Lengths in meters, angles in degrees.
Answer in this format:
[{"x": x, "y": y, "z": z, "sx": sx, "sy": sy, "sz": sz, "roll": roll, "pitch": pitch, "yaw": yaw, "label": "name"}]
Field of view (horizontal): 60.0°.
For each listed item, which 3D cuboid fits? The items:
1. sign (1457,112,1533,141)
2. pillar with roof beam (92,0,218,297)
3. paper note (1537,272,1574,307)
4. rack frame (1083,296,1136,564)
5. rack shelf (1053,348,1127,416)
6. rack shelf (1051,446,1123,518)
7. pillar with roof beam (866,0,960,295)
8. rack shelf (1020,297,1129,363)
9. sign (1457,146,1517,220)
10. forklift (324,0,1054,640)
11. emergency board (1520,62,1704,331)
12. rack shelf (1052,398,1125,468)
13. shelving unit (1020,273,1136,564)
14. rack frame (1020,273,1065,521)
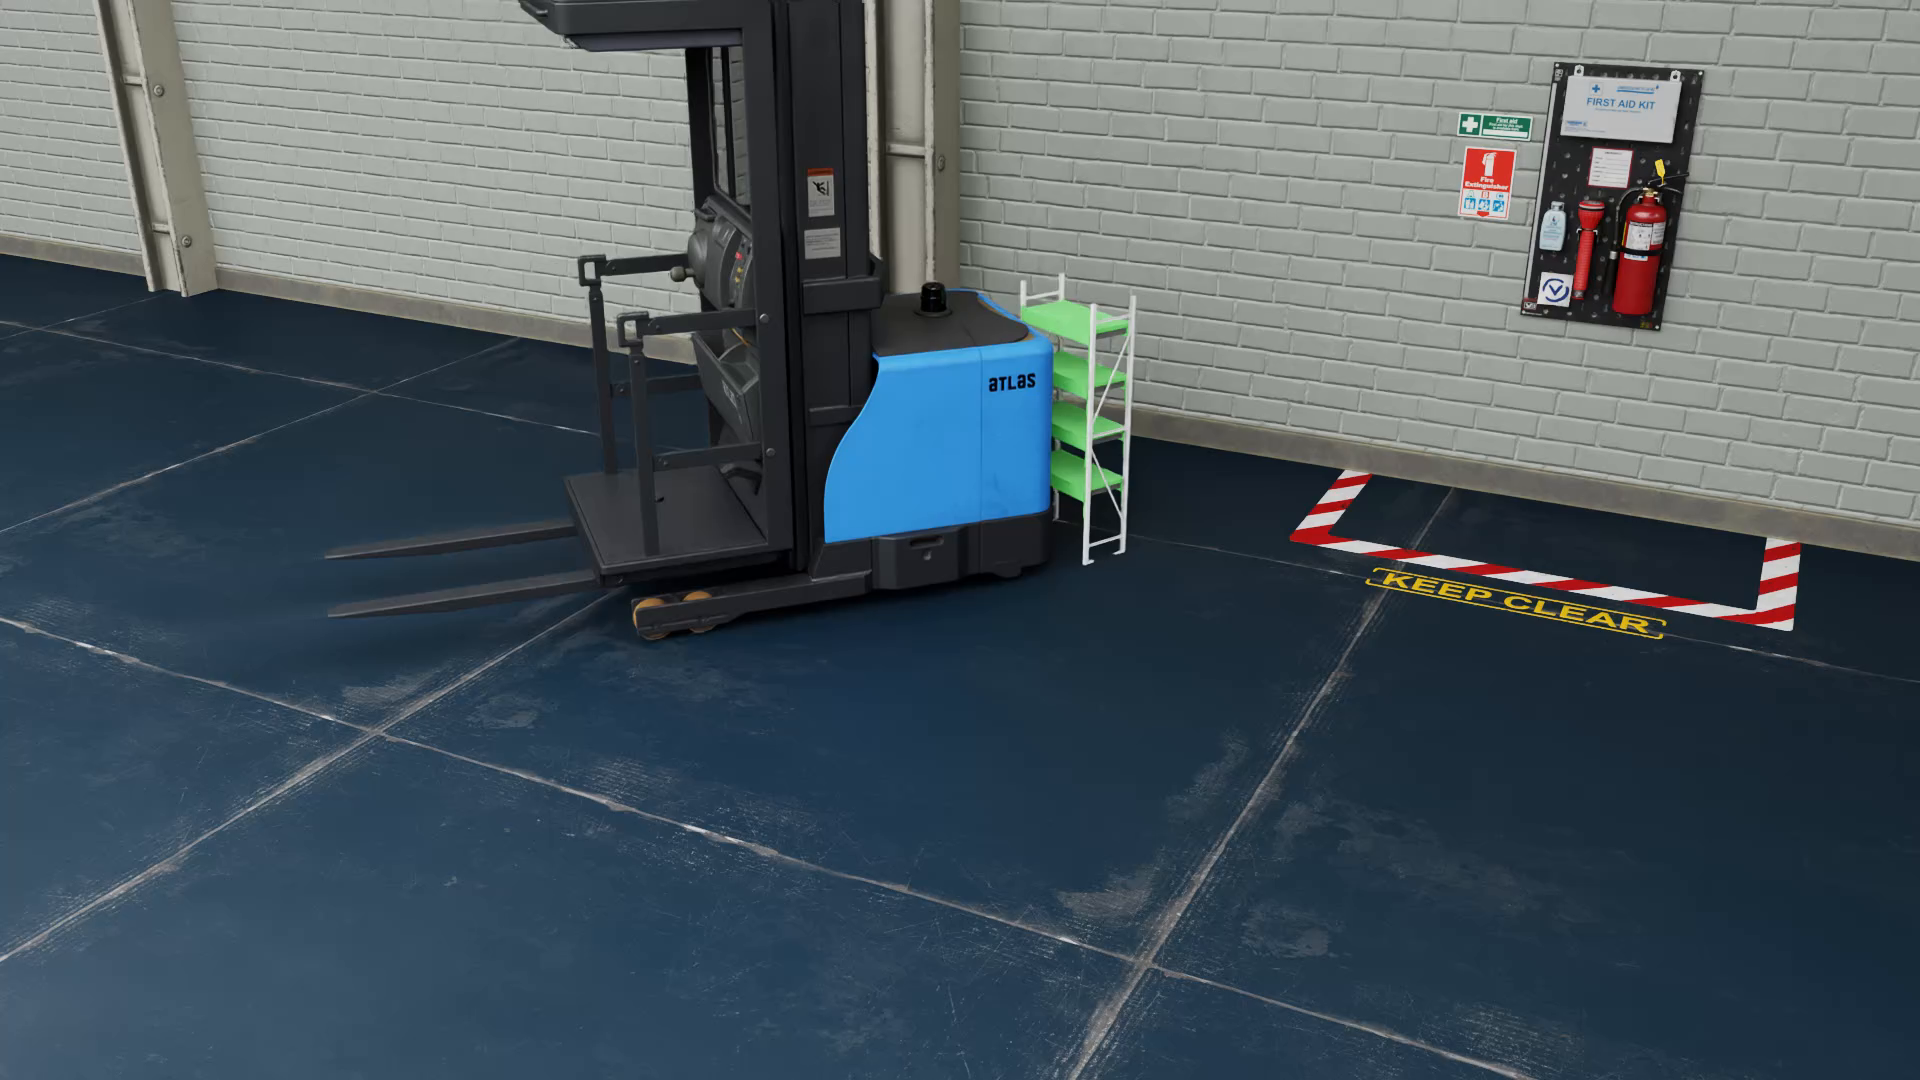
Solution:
[{"x": 2.475, "y": -1.916, "z": 7.699, "sx": 0.331, "sy": 0.109, "sz": 0.001, "roll": 11, "pitch": 25, "yaw": 25, "label": "sign"}, {"x": -7.542, "y": -4.452, "z": 6.721, "sx": 0.400, "sy": 9.000, "sz": 9.100, "roll": 11, "pitch": 25, "yaw": 25, "label": "pillar with roof beam"}, {"x": 2.795, "y": -1.176, "z": 7.808, "sx": 0.142, "sy": 0.148, "sz": 0.016, "roll": 11, "pitch": 25, "yaw": 25, "label": "paper note"}, {"x": 0.656, "y": -0.471, "z": 7.325, "sx": 0.240, "sy": 1.200, "sz": 0.015, "roll": -16, "pitch": 28, "yaw": -32, "label": "rack frame"}, {"x": 0.513, "y": -0.711, "z": 7.438, "sx": 0.258, "sy": 0.148, "sz": 0.480, "roll": -16, "pitch": 28, "yaw": -32, "label": "rack shelf"}, {"x": 0.513, "y": -0.269, "z": 7.626, "sx": 0.258, "sy": 0.148, "sz": 0.480, "roll": -16, "pitch": 28, "yaw": -32, "label": "rack shelf"}, {"x": -2.187, "y": -3.393, "z": 4.229, "sx": 0.400, "sy": 9.000, "sz": 9.100, "roll": 11, "pitch": 25, "yaw": 25, "label": "pillar with roof beam"}, {"x": 0.513, "y": -0.932, "z": 7.344, "sx": 0.258, "sy": 0.148, "sz": 0.480, "roll": -16, "pitch": 28, "yaw": -32, "label": "rack shelf"}, {"x": 2.475, "y": -1.676, "z": 7.812, "sx": 0.234, "sy": 0.329, "sz": 0.001, "roll": 11, "pitch": 25, "yaw": 25, "label": "sign"}, {"x": -1.162, "y": -1.174, "z": 6.766, "sx": 3.031, "sy": 2.935, "sz": 1.130, "roll": -8, "pitch": 24, "yaw": -19, "label": "forklift"}, {"x": 2.922, "y": -1.526, "z": 7.505, "sx": 0.643, "sy": 1.169, "sz": 0.194, "roll": 11, "pitch": 25, "yaw": 25, "label": "emergency board"}, {"x": 0.513, "y": -0.490, "z": 7.532, "sx": 0.258, "sy": 0.148, "sz": 0.480, "roll": -16, "pitch": 28, "yaw": -32, "label": "rack shelf"}, {"x": 0.513, "y": -0.549, "z": 7.507, "sx": 0.258, "sy": 1.200, "sz": 0.503, "roll": -16, "pitch": 28, "yaw": -32, "label": "shelving unit"}, {"x": 0.371, "y": -0.626, "z": 7.690, "sx": 0.240, "sy": 1.200, "sz": 0.015, "roll": -16, "pitch": 28, "yaw": -32, "label": "rack frame"}]
